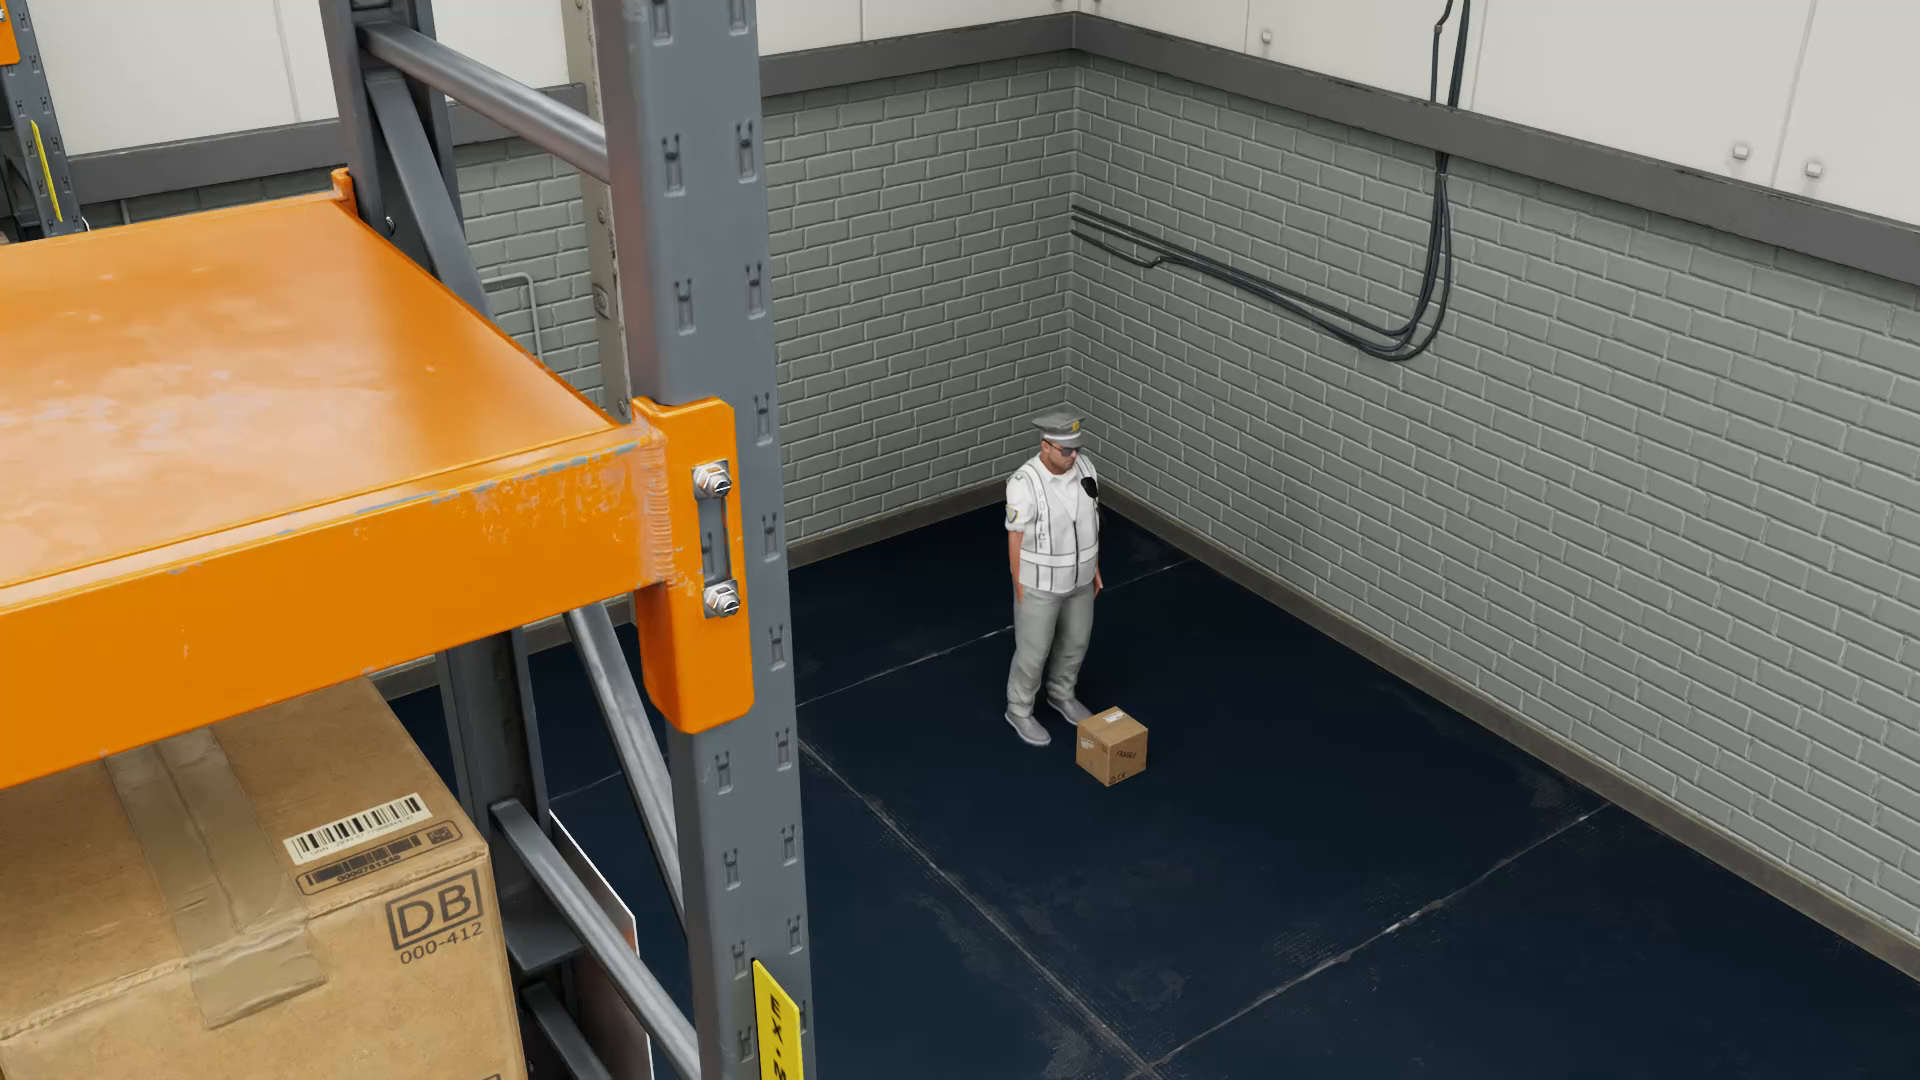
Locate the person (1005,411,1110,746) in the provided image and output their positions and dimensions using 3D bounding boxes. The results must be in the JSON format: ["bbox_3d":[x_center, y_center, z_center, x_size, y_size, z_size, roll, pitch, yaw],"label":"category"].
[{"bbox_3d":[0.484,0.179,8.296,0.528,1.752,0.393,-18,33,-30],"label":"person"}]
